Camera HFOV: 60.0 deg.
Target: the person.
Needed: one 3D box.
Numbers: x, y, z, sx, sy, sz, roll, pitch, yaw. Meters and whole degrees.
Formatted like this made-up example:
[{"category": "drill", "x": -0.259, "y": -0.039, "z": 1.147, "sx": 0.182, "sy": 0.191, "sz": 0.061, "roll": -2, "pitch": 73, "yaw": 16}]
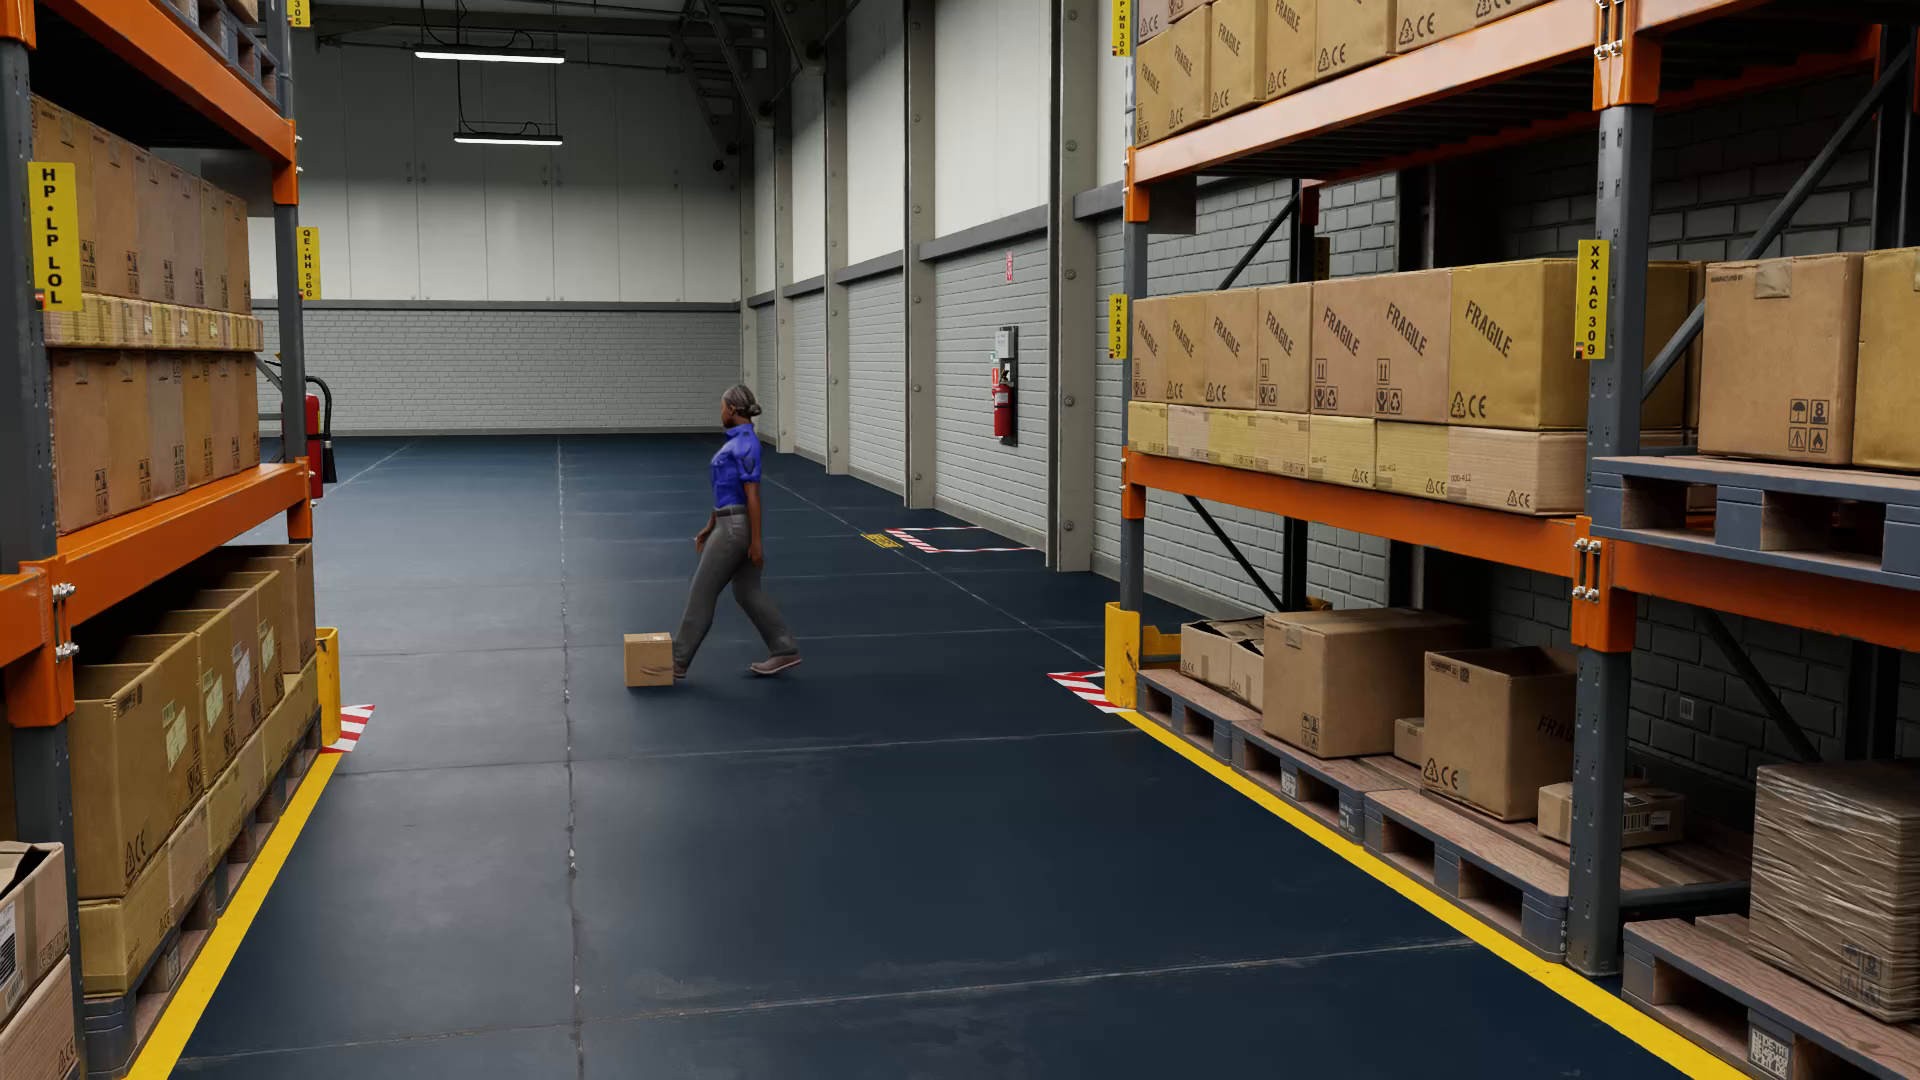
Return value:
[{"category": "person", "x": -1.341, "y": -0.042, "z": 9.172, "sx": 0.927, "sy": 1.622, "sz": 0.476, "roll": -1, "pitch": 6, "yaw": -7}]
